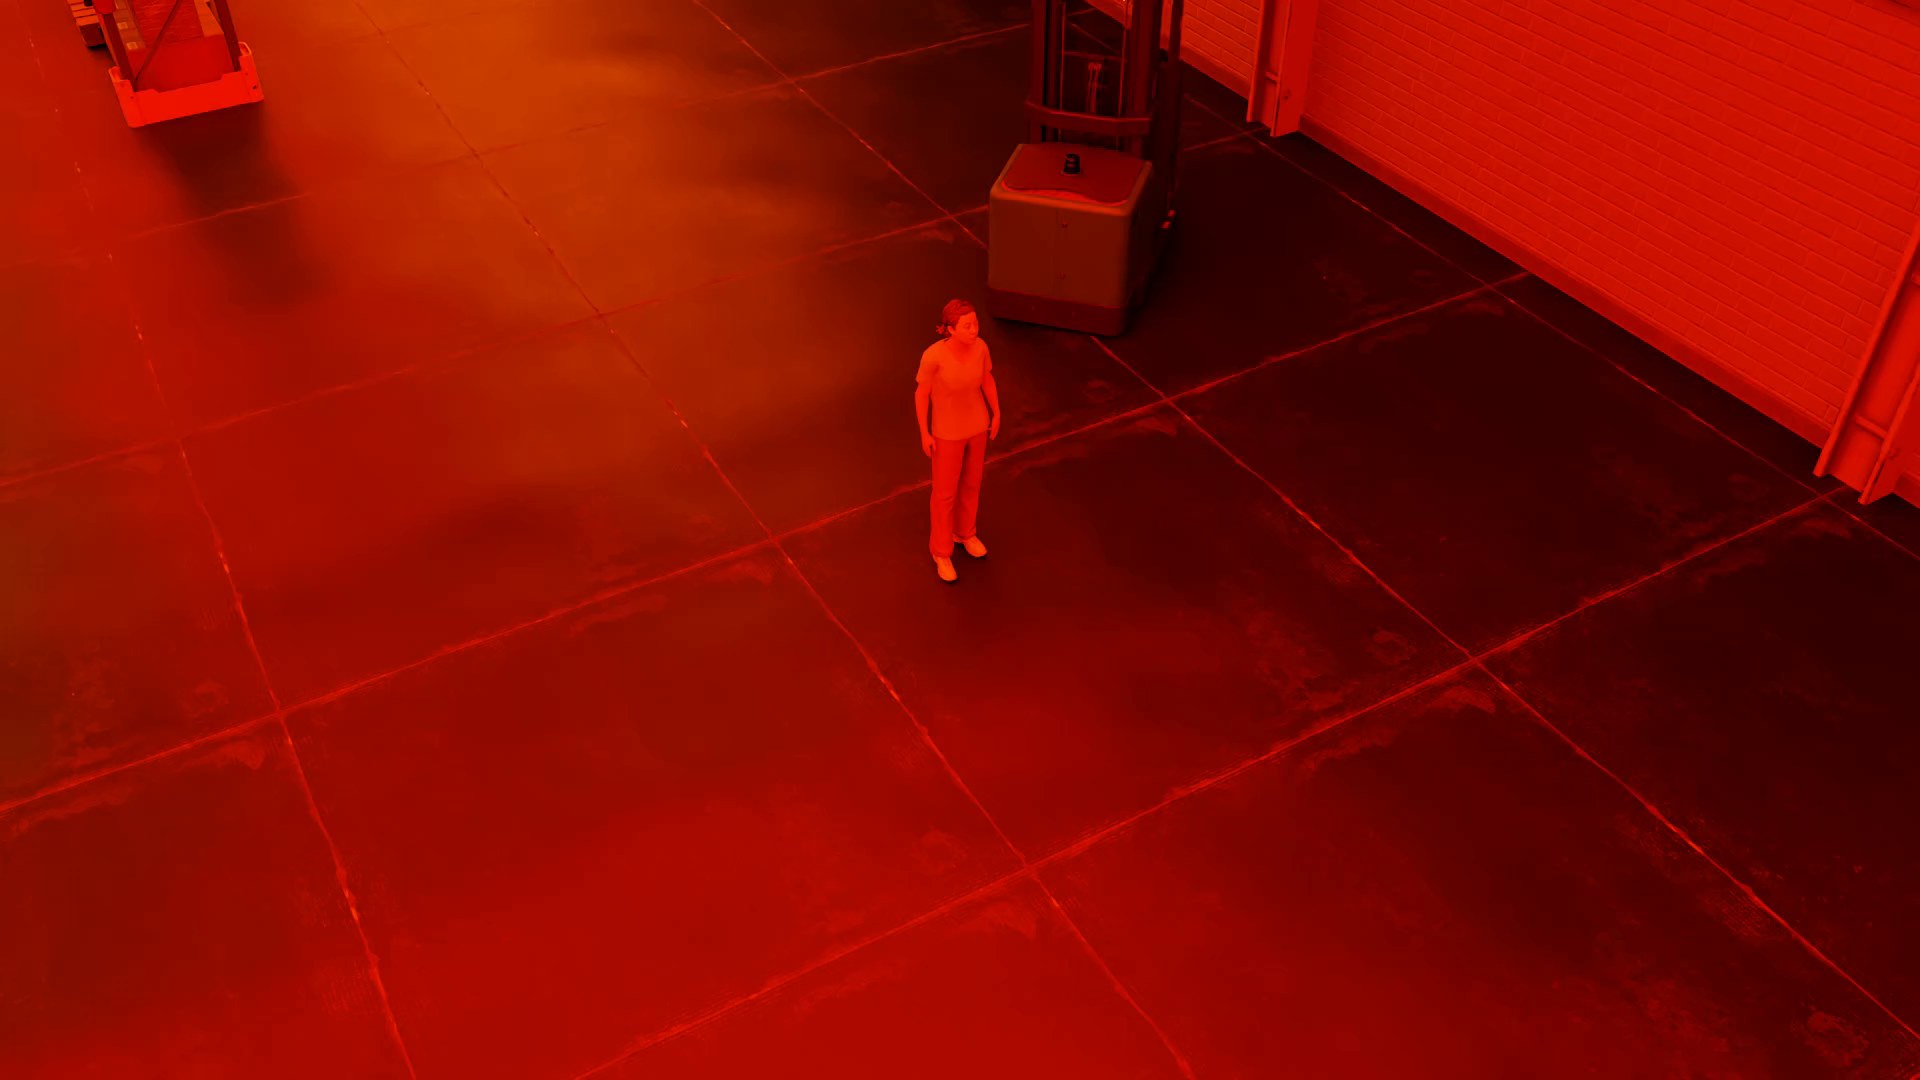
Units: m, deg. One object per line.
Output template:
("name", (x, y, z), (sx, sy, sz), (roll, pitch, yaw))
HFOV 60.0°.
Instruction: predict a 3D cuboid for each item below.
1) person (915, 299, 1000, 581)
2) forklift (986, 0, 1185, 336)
("person", (0.028, -0.606, 9.739), (0.555, 1.675, 0.549), (-20, 44, -23))
("forklift", (1.115, -3.550, 12.316), (1.130, 2.935, 3.031), (11, 41, 13))
